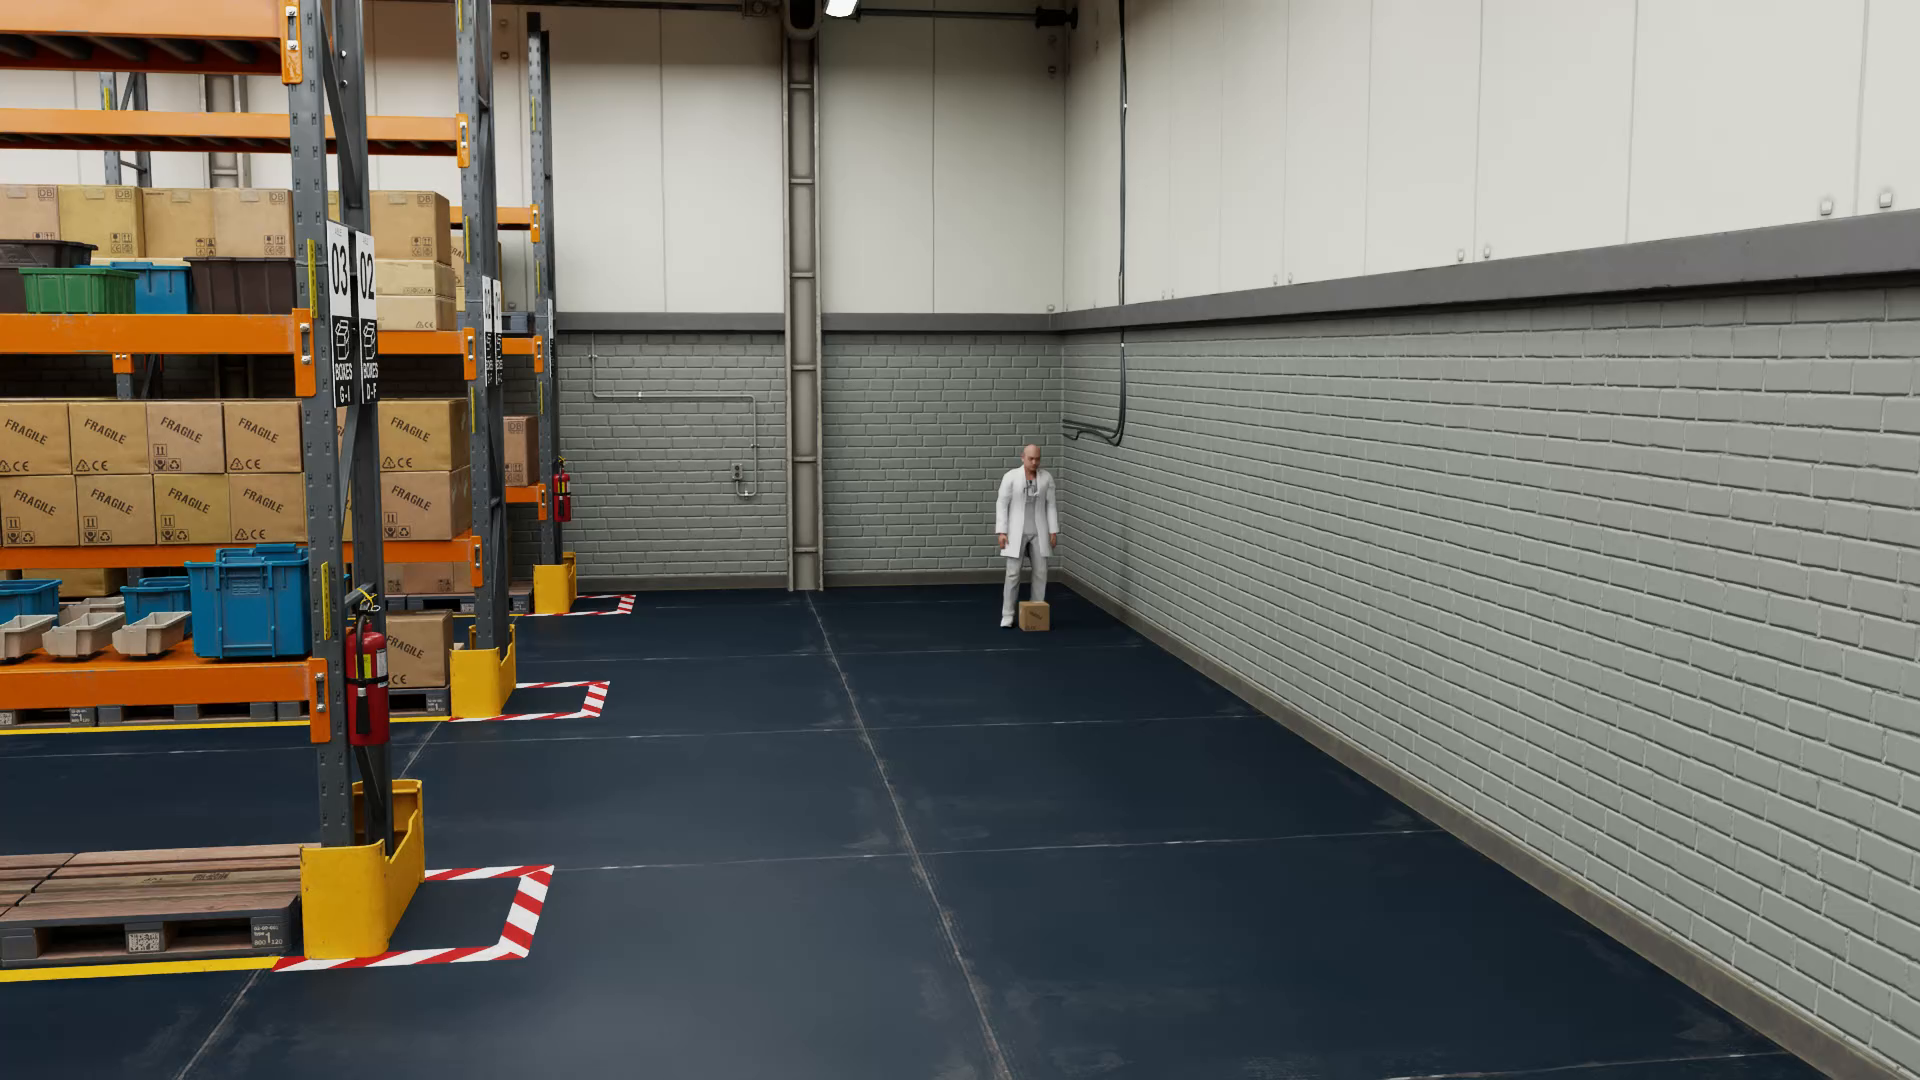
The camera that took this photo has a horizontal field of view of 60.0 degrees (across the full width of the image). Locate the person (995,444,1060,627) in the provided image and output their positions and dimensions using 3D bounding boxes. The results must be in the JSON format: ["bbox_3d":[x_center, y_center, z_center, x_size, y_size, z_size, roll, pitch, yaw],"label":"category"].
[{"bbox_3d":[0.663,-0.048,16.213,0.643,1.772,0.433,-1,6,-11],"label":"person"}]
